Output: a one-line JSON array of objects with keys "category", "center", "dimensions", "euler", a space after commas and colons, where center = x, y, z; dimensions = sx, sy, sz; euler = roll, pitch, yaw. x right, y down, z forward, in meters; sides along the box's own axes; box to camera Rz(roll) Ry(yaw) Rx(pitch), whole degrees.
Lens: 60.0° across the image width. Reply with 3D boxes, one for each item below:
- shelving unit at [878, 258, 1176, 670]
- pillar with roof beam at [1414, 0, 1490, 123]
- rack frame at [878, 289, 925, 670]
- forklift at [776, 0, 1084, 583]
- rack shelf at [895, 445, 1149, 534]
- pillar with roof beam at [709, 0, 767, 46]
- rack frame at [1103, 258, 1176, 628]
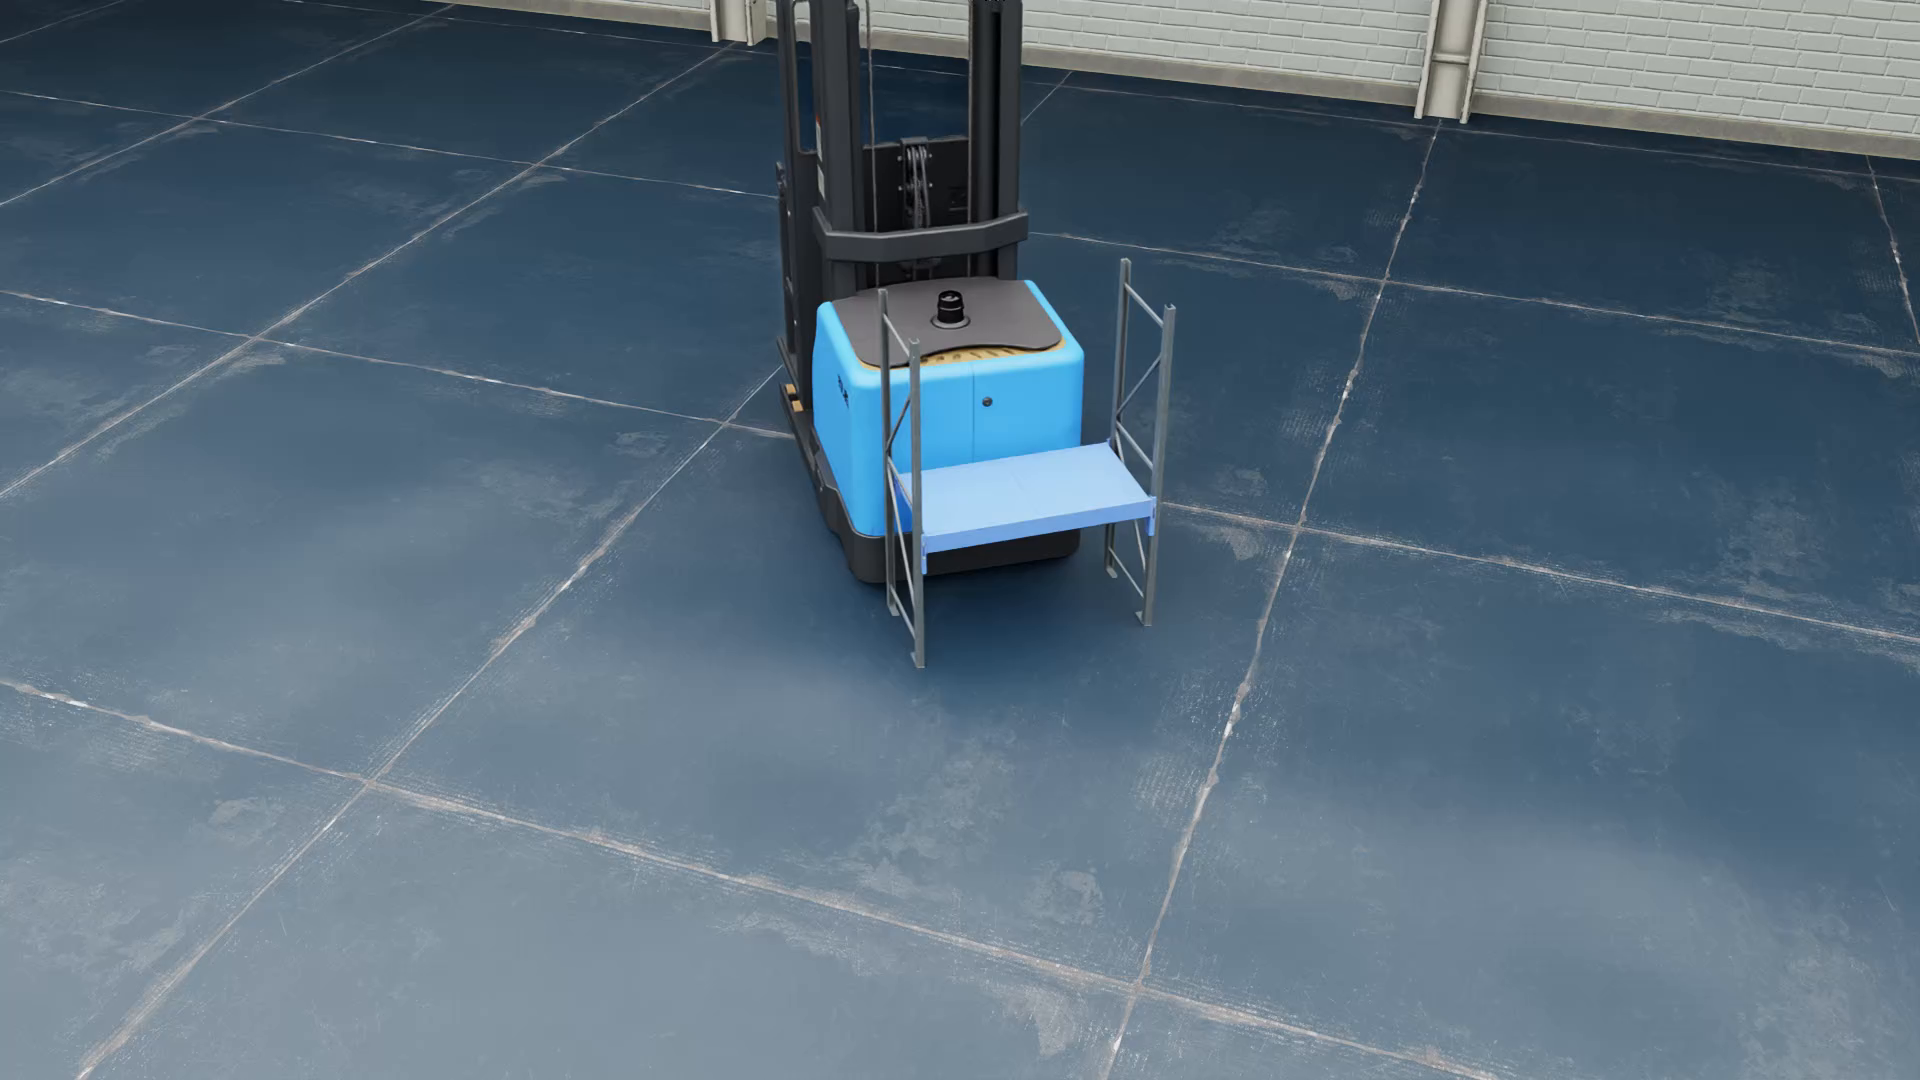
[{"category": "shelving unit", "center": [0.252, -0.302, 6.835], "dimensions": [1.048, 1.500, 0.500], "euler": [-9, 34, -14]}, {"category": "pillar with roof beam", "center": [2.274, -4.868, 6.994], "dimensions": [0.400, 9.000, 9.100], "euler": [11, 34, 16]}, {"category": "rack frame", "center": [-0.234, -0.222, 6.711], "dimensions": [0.032, 1.500, 0.500], "euler": [-9, 34, -14]}, {"category": "forklift", "center": [-0.324, -1.833, 7.887], "dimensions": [1.130, 2.935, 3.031], "euler": [-8, 34, -12]}, {"category": "rack shelf", "center": [0.252, -0.192, 6.906], "dimensions": [0.952, 0.062, 0.459], "euler": [-9, 34, -14]}, {"category": "pillar with roof beam", "center": [-3.375, -5.966, 8.695], "dimensions": [0.400, 9.000, 9.100], "euler": [11, 34, 16]}, {"category": "rack frame", "center": [0.738, -0.382, 6.960], "dimensions": [0.032, 1.500, 0.500], "euler": [-9, 34, -14]}]
